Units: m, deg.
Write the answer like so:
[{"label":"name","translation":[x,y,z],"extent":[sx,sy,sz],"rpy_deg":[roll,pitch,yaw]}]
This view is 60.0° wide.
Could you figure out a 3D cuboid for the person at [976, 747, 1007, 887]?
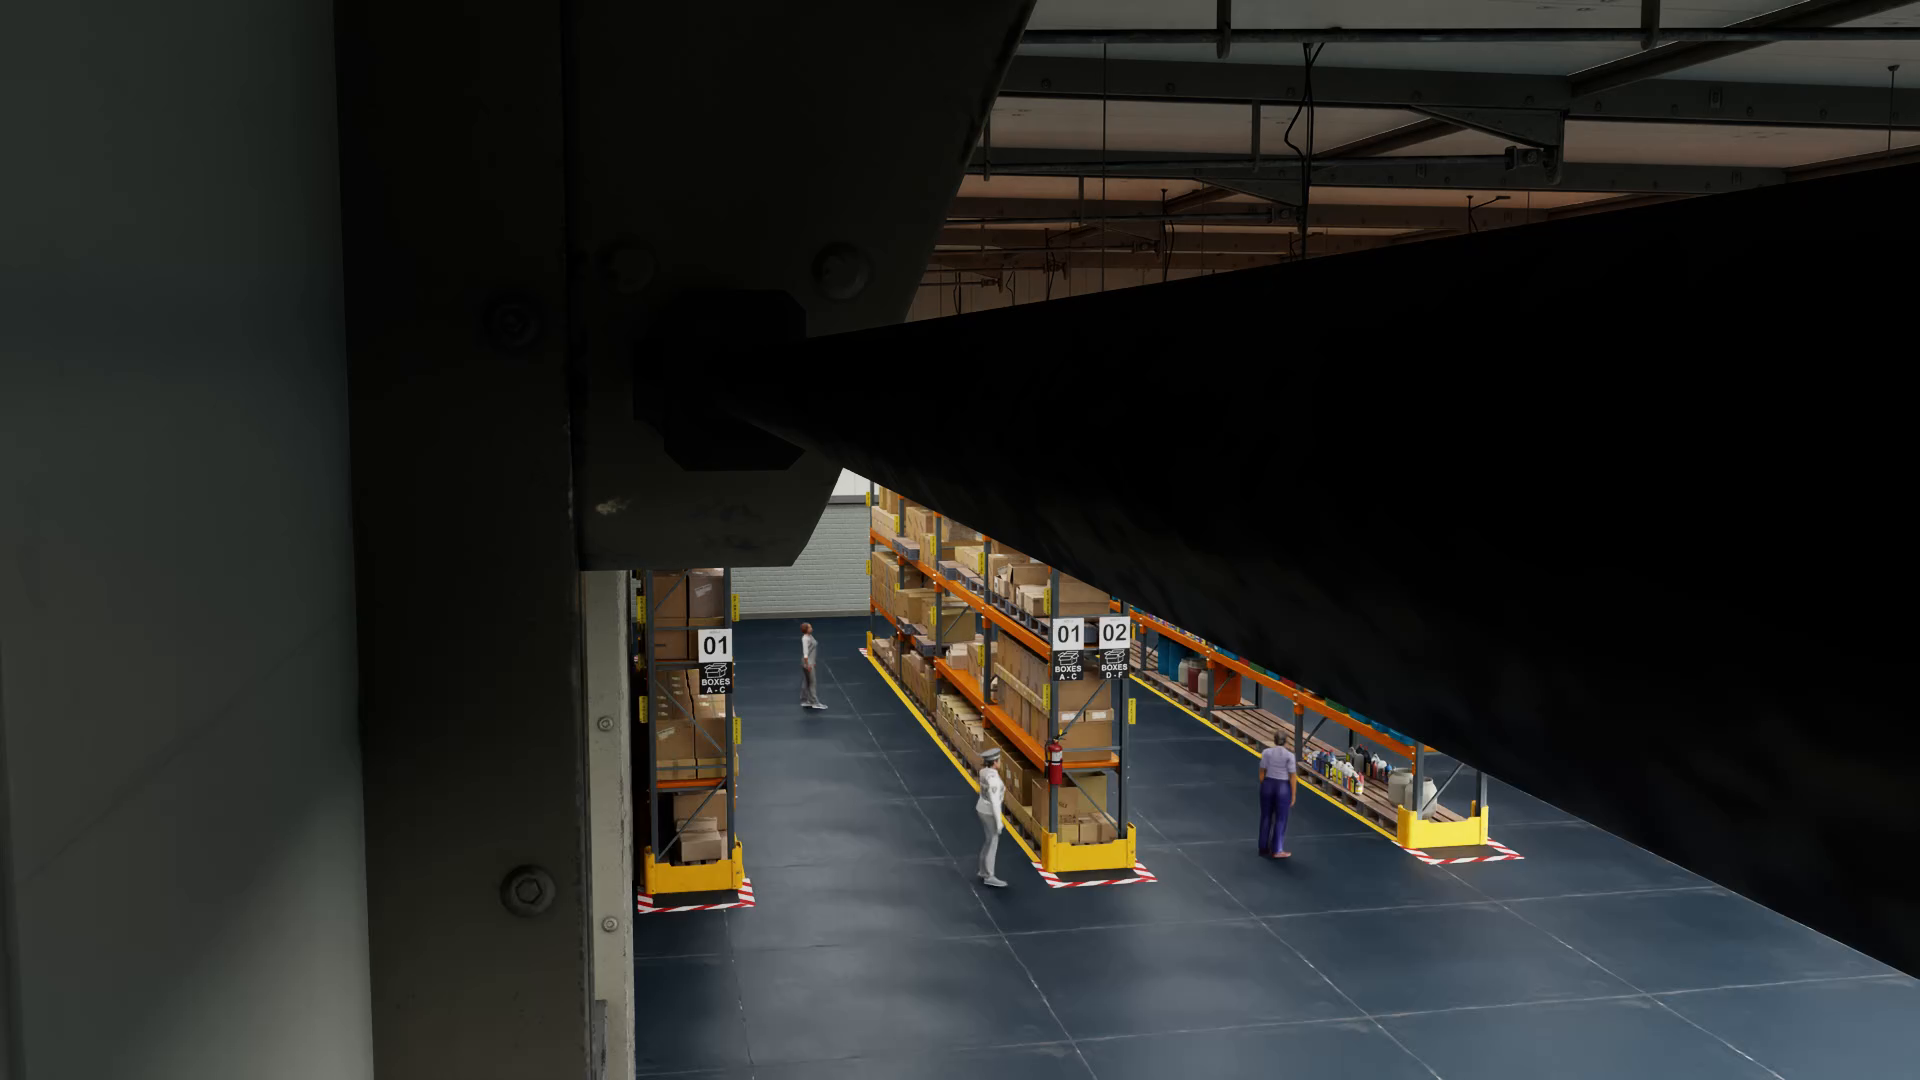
[{"label":"person","translation":[0.376,3.413,20.359],"extent":[0.334,1.754,0.573],"rpy_deg":[-2,6,-15]}]

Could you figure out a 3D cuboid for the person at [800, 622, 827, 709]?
[{"label":"person","translation":[-2.725,2.362,30.884],"extent":[0.520,1.503,0.451],"rpy_deg":[0,6,-1]}]

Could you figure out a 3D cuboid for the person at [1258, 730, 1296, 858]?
[{"label":"person","translation":[4.098,3.274,21.464],"extent":[0.496,1.661,0.369],"rpy_deg":[4,7,30]}]
